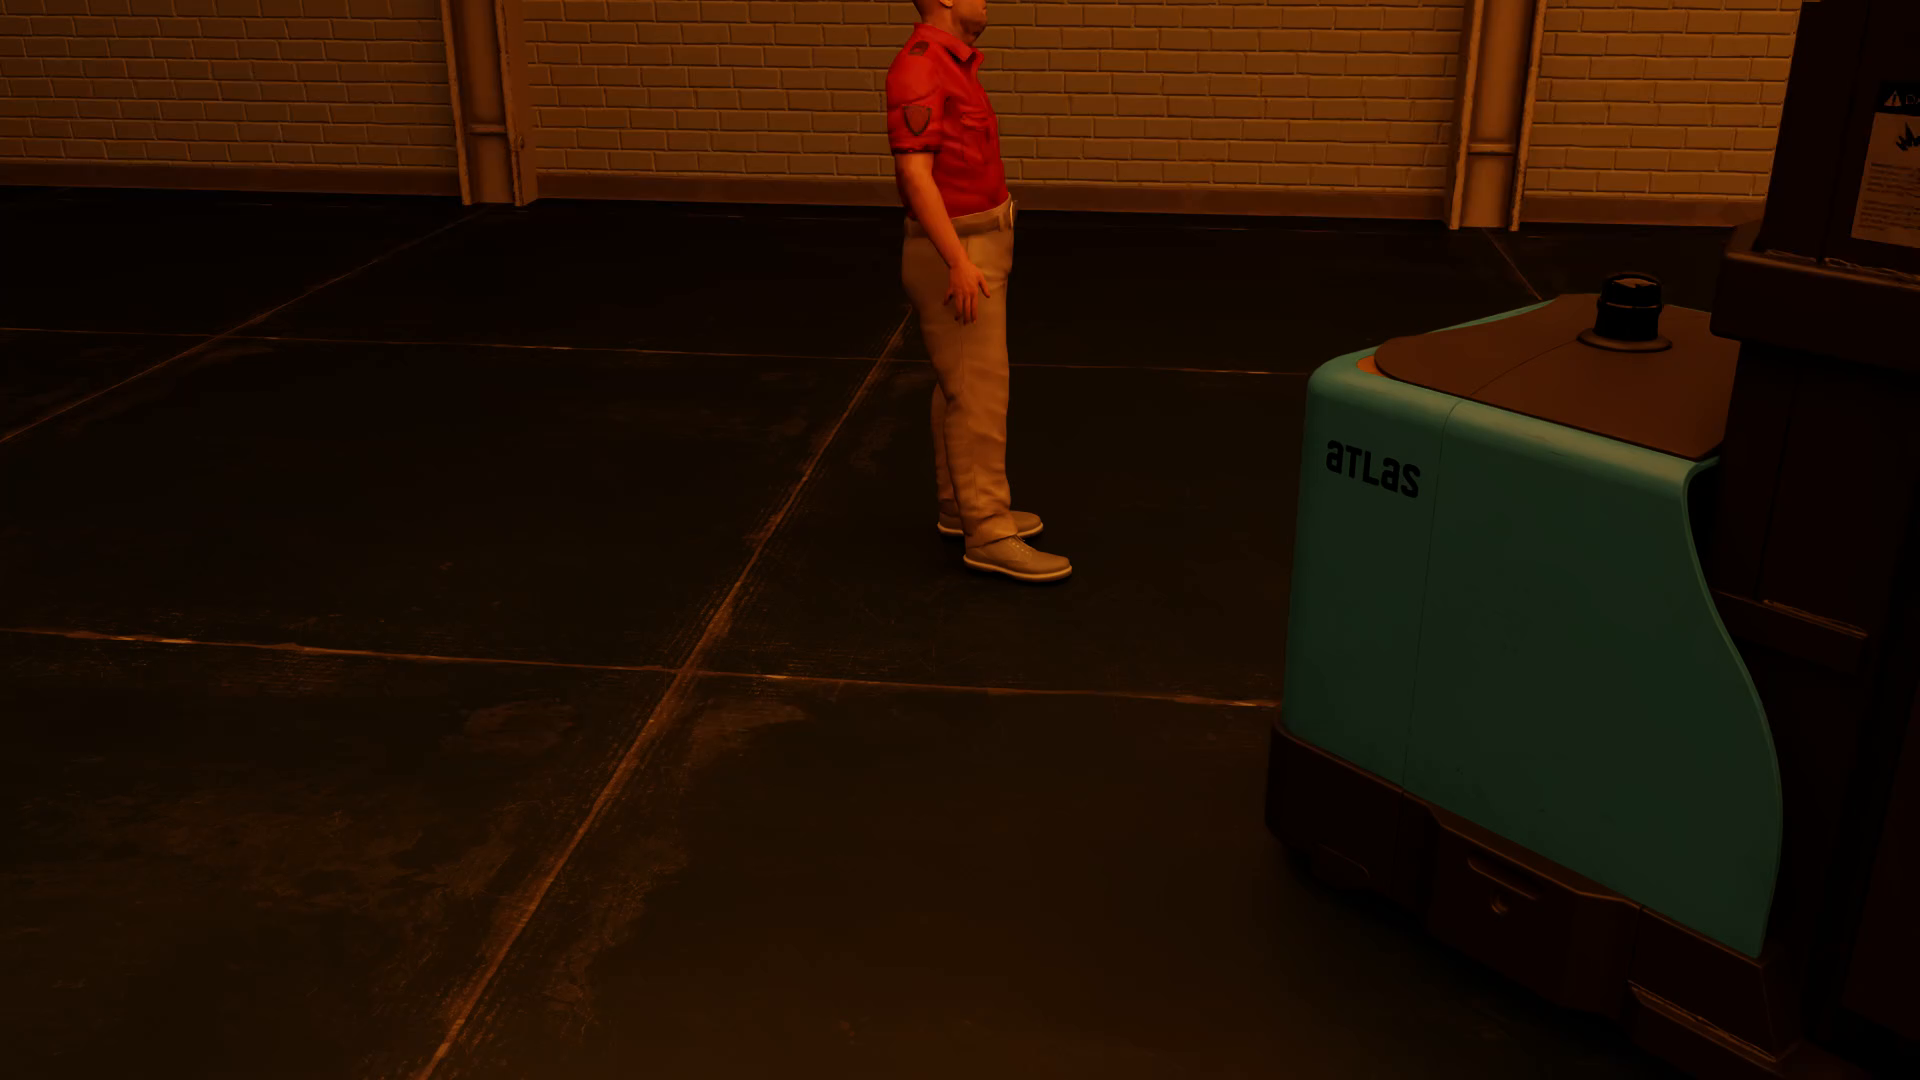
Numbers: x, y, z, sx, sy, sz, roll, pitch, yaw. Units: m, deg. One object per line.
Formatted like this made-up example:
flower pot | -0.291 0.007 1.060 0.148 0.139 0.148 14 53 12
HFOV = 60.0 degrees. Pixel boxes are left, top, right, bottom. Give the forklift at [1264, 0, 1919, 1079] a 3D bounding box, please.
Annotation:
forklift | 1.960 -0.386 2.211 1.130 2.935 3.031 -17 27 -36

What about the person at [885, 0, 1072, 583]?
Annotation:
person | 0.087 -0.799 4.830 0.551 1.727 0.640 3 22 7
